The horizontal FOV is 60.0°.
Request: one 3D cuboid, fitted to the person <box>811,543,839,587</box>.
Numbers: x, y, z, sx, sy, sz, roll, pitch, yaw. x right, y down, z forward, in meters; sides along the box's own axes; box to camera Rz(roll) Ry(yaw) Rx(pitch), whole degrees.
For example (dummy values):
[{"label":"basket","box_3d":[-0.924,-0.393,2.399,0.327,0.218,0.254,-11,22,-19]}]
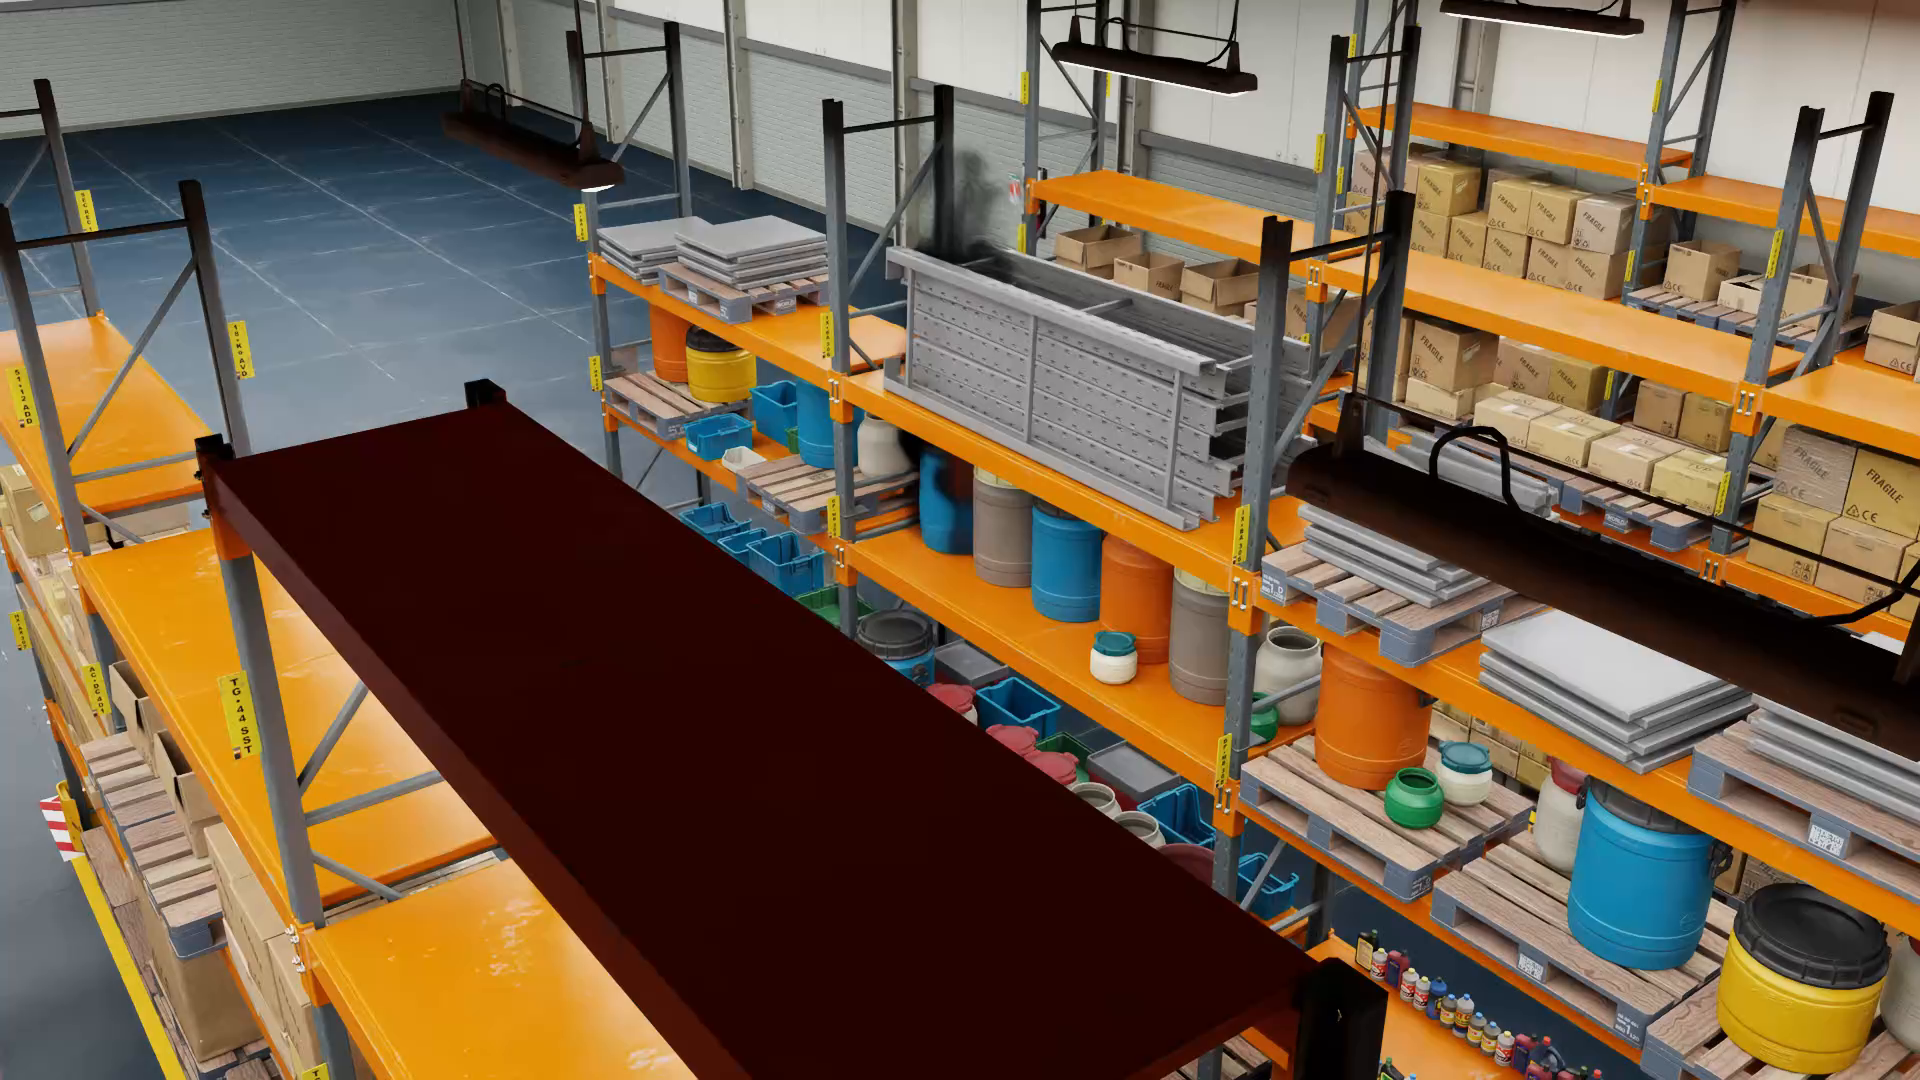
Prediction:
[{"label":"person","box_3d":[-1.274,0.071,16.920,0.735,1.704,0.607,9,26,19]}]
